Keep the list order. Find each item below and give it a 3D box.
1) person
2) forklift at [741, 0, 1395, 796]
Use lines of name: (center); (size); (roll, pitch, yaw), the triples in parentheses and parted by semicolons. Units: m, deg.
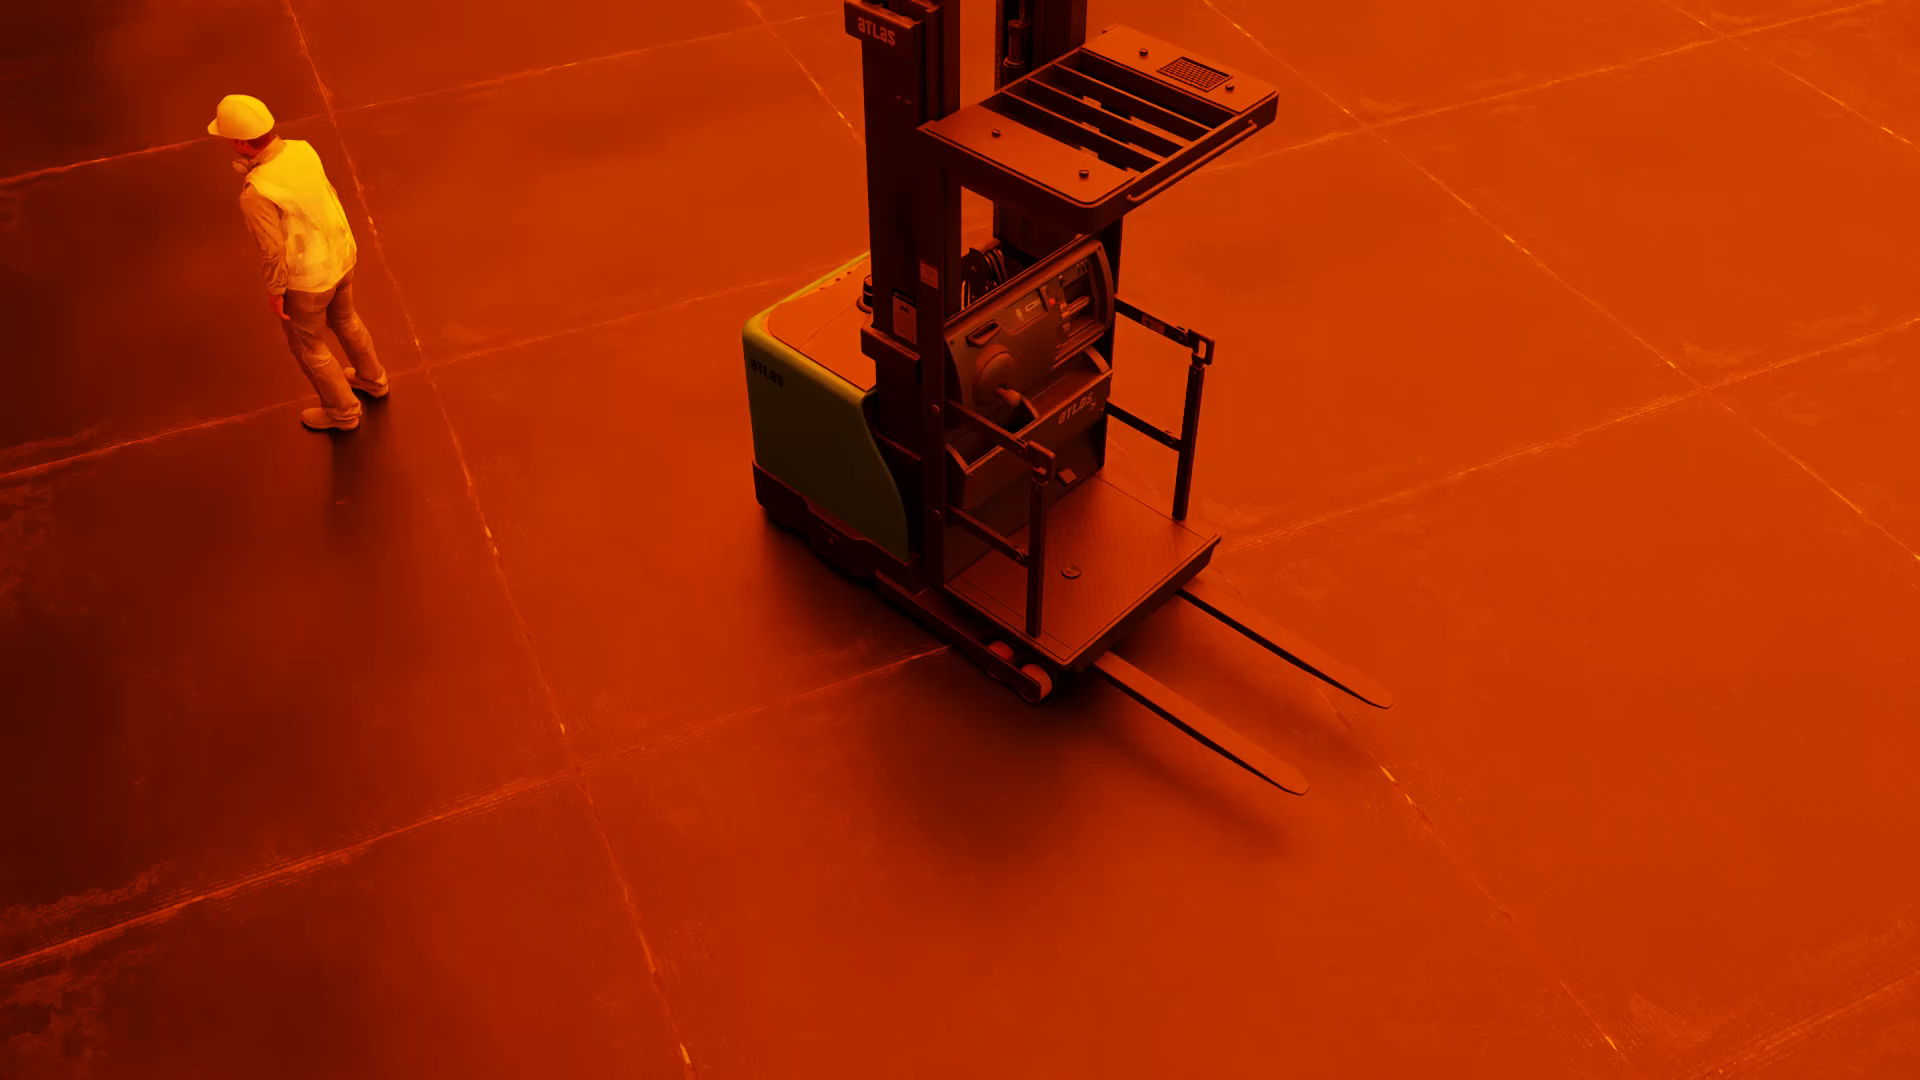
person: (-3.126, -1.312, 7.938); (0.466, 1.769, 0.580); (11, 44, 12)
forklift: (0.445, -0.788, 6.525); (3.031, 2.935, 1.130); (32, 52, 30)
